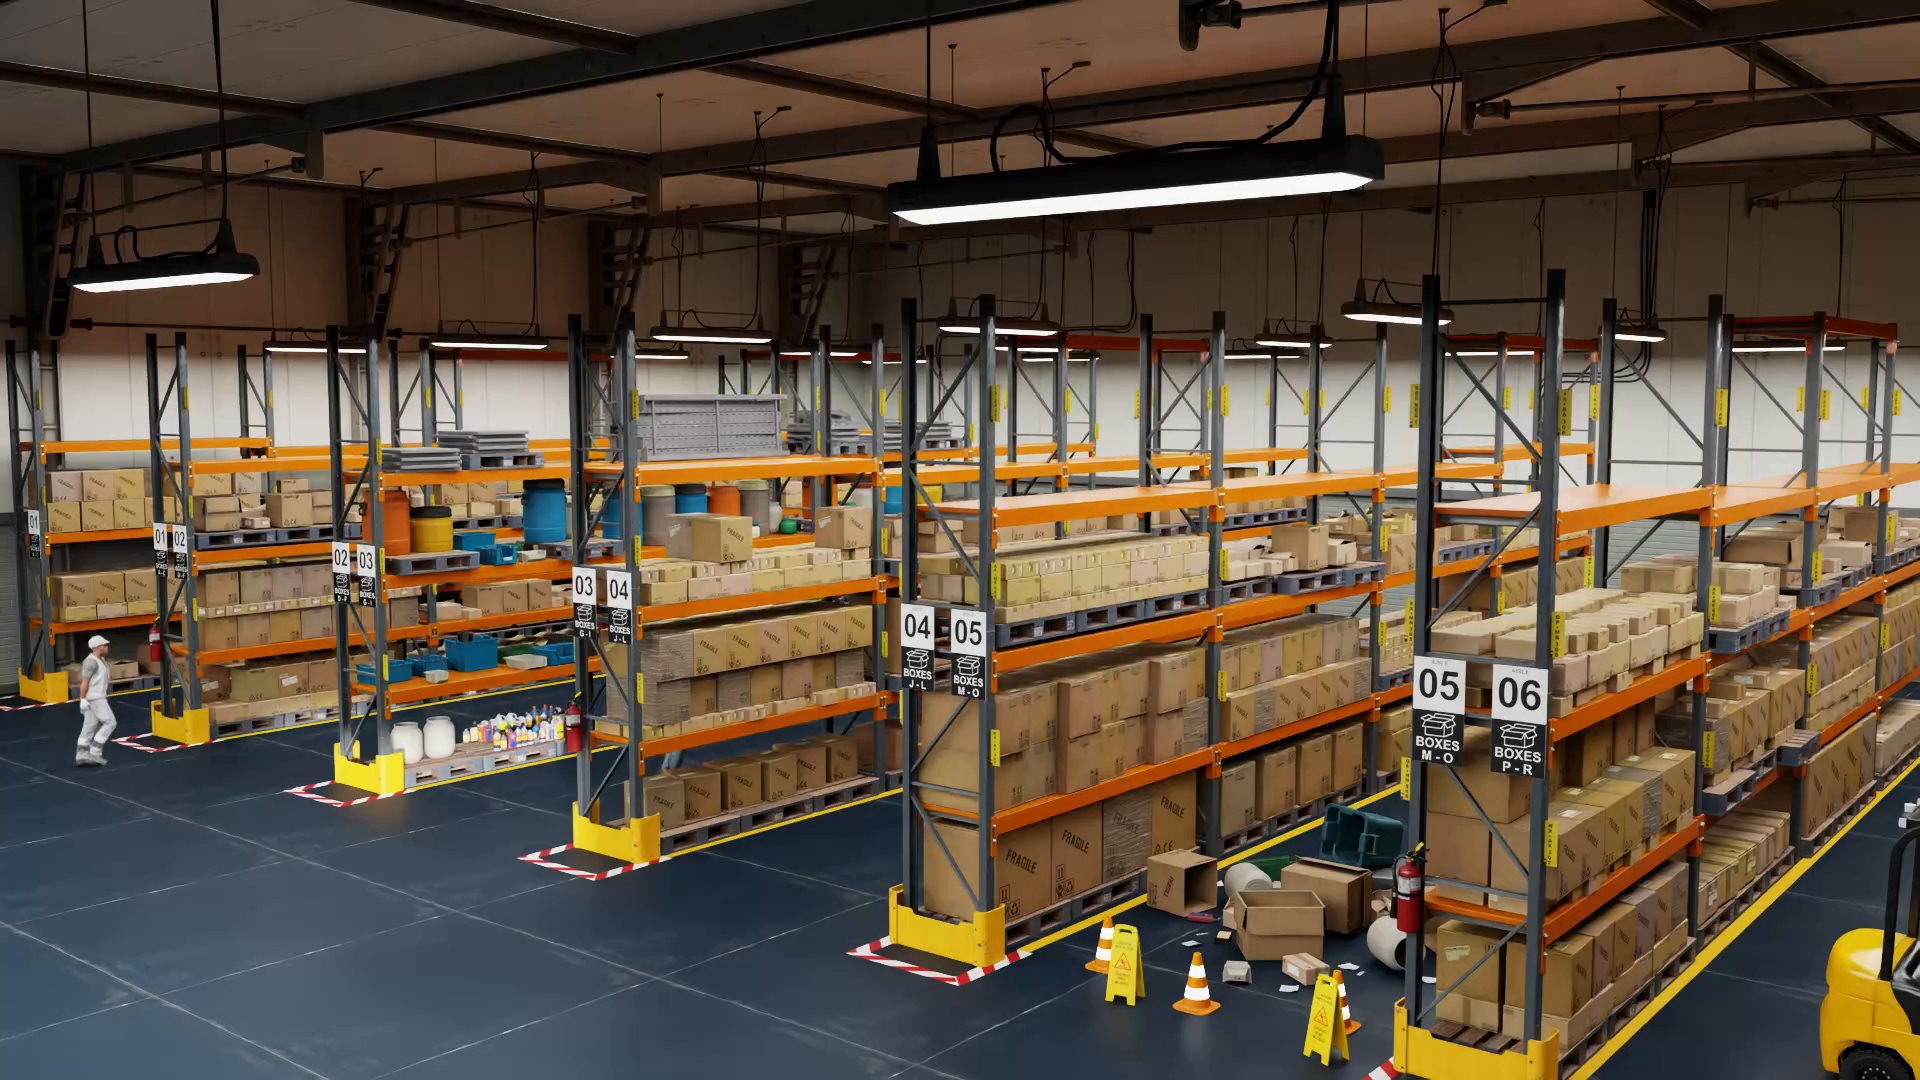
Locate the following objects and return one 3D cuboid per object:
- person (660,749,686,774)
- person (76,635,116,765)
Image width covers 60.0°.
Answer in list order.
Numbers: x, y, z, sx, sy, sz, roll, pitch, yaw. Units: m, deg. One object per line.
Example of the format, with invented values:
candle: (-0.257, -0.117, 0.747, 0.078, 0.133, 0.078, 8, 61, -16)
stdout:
person: (-3.646, 2.330, 21.553, 0.609, 1.756, 0.453, 4, 6, 37)
person: (-11.934, 2.201, 22.925, 0.527, 1.766, 0.564, -2, 6, -25)
